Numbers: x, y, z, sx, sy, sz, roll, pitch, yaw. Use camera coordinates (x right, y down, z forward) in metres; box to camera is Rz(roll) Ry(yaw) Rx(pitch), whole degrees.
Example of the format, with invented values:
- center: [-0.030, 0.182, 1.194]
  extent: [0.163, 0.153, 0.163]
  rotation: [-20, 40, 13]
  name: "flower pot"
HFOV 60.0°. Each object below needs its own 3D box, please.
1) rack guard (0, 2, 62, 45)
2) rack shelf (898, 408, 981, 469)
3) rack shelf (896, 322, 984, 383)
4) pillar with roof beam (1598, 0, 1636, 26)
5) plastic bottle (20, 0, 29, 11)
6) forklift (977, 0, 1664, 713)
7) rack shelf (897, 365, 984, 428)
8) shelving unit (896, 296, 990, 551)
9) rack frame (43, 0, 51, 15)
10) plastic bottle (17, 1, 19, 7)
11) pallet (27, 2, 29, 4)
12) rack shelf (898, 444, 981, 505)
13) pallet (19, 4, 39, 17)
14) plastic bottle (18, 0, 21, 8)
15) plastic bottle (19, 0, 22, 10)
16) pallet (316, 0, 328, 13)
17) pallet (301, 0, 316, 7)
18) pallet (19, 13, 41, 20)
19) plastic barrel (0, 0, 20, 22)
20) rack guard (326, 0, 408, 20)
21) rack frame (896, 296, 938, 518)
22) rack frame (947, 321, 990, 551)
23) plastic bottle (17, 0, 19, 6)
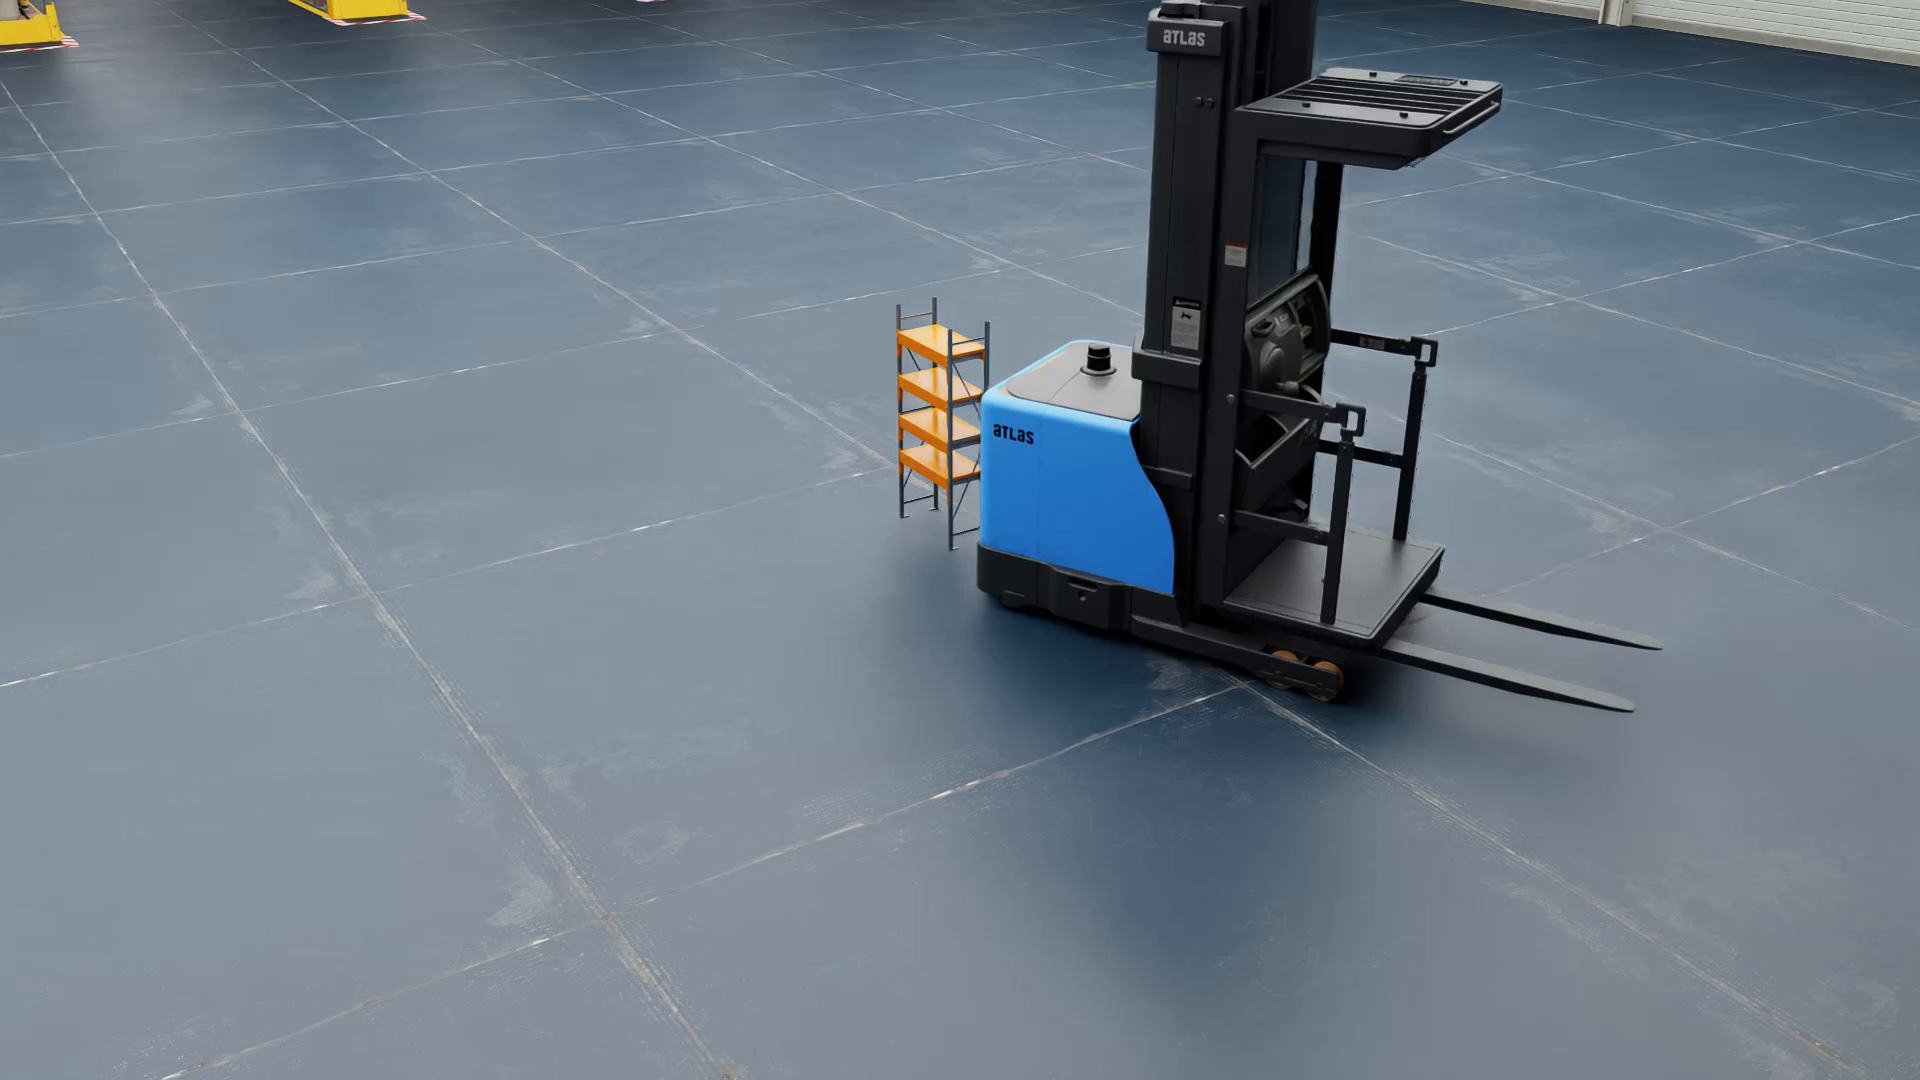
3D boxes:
- center: [-13.561, -7.374, 23.784]
  extent: [1.175, 0.500, 0.348]
  rotation: [-16, 29, -30]
  name: "rack guard"
- center: [-0.090, -0.541, 8.648]
  extent: [0.258, 0.148, 0.480]
  rotation: [-16, 29, -30]
  name: "rack shelf"
- center: [-0.090, -0.957, 8.452]
  extent: [0.258, 0.148, 0.480]
  rotation: [-16, 29, -30]
  name: "rack shelf"
- center: [6.448, -10.986, 21.481]
  extent: [9.100, 9.000, 0.400]
  rotation: [-16, 29, -30]
  name: "pillar with roof beam"
- center: [-14.209, -8.174, 25.233]
  extent: [0.097, 0.271, 0.097]
  rotation: [0, 25, 0]
  name: "plastic bottle"
- center: [1.610, -0.883, 7.188]
  extent: [3.031, 2.935, 1.130]
  rotation: [14, 29, 28]
  name: "forklift"
- center: [-0.090, -0.743, 8.552]
  extent: [0.258, 0.148, 0.480]
  rotation: [-16, 29, -30]
  name: "rack shelf"
- center: [-0.090, -0.602, 8.619]
  extent: [0.258, 1.200, 0.503]
  rotation: [-16, 29, -30]
  name: "shelving unit"
- center: [-13.480, -8.488, 23.216]
  extent: [1.000, 3.000, 0.127]
  rotation: [-16, 29, -30]
  name: "rack frame"
- center: [-14.505, -8.336, 25.658]
  extent: [0.097, 0.201, 0.097]
  rotation: [0, 25, 0]
  name: "plastic bottle"
- center: [-15.332, -8.408, 26.313]
  extent: [1.003, 0.211, 1.213]
  rotation: [-16, 29, -30]
  name: "pallet"
- center: [-0.090, -0.361, 8.733]
  extent: [0.258, 0.148, 0.480]
  rotation: [-16, 29, -30]
  name: "rack shelf"
- center: [-14.662, -7.971, 25.388]
  extent: [1.003, 0.211, 1.213]
  rotation: [-16, 29, -30]
  name: "pallet"
- center: [-14.396, -8.297, 25.492]
  extent: [0.097, 0.271, 0.097]
  rotation: [0, 25, 0]
  name: "plastic bottle"
- center: [-14.266, -8.180, 25.326]
  extent: [0.097, 0.201, 0.097]
  rotation: [0, 25, 0]
  name: "plastic bottle"
- center: [-9.786, -8.707, 26.947]
  extent: [1.003, 0.211, 1.213]
  rotation: [-16, 29, -30]
  name: "pallet"
- center: [-10.448, -9.143, 27.871]
  extent: [1.003, 0.211, 1.213]
  rotation: [-16, 29, -30]
  name: "pallet"
- center: [-14.000, -7.535, 24.464]
  extent: [1.003, 0.211, 1.213]
  rotation: [-16, 29, -30]
  name: "pallet"
- center: [-13.904, -7.770, 24.119]
  extent: [0.421, 0.512, 0.421]
  rotation: [0, 25, 0]
  name: "plastic barrel"
- center: [-9.372, -8.539, 26.253]
  extent: [1.175, 0.500, 0.348]
  rotation: [-16, 29, -30]
  name: "rack guard"
- center: [-0.224, -0.689, 8.804]
  extent: [0.240, 1.200, 0.015]
  rotation: [-16, 29, -30]
  name: "rack frame"
- center: [0.043, -0.515, 8.434]
  extent: [0.240, 1.200, 0.015]
  rotation: [-16, 29, -30]
  name: "rack frame"
- center: [-14.451, -8.333, 25.568]
  extent: [0.097, 0.271, 0.097]
  rotation: [0, 25, 0]
  name: "plastic bottle"
